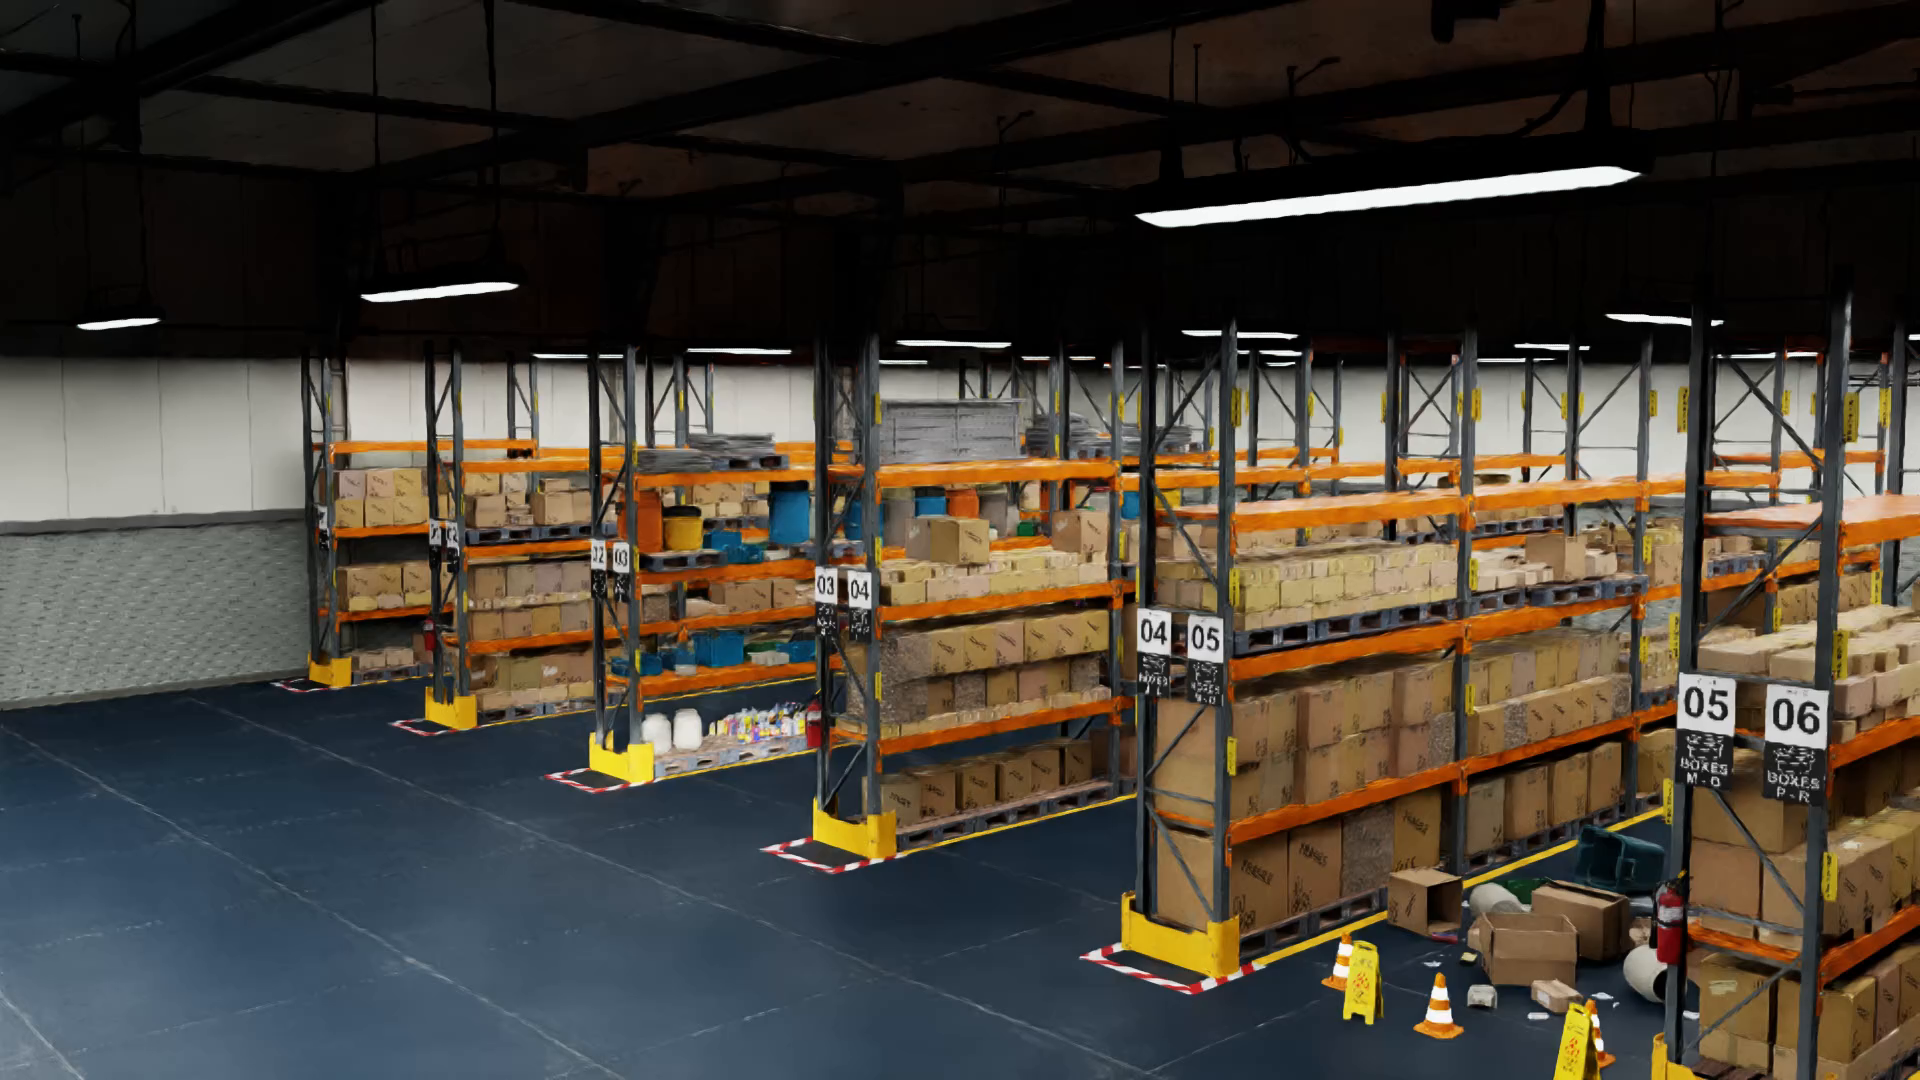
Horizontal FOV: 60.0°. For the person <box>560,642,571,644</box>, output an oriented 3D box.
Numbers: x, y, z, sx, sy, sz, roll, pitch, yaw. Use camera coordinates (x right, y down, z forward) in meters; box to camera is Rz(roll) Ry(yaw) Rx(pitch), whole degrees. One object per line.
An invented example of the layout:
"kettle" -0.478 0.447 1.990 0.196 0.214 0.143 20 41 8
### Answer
"person" -7.143 1.733 29.782 1.099 1.580 0.449 -5 7 -45
